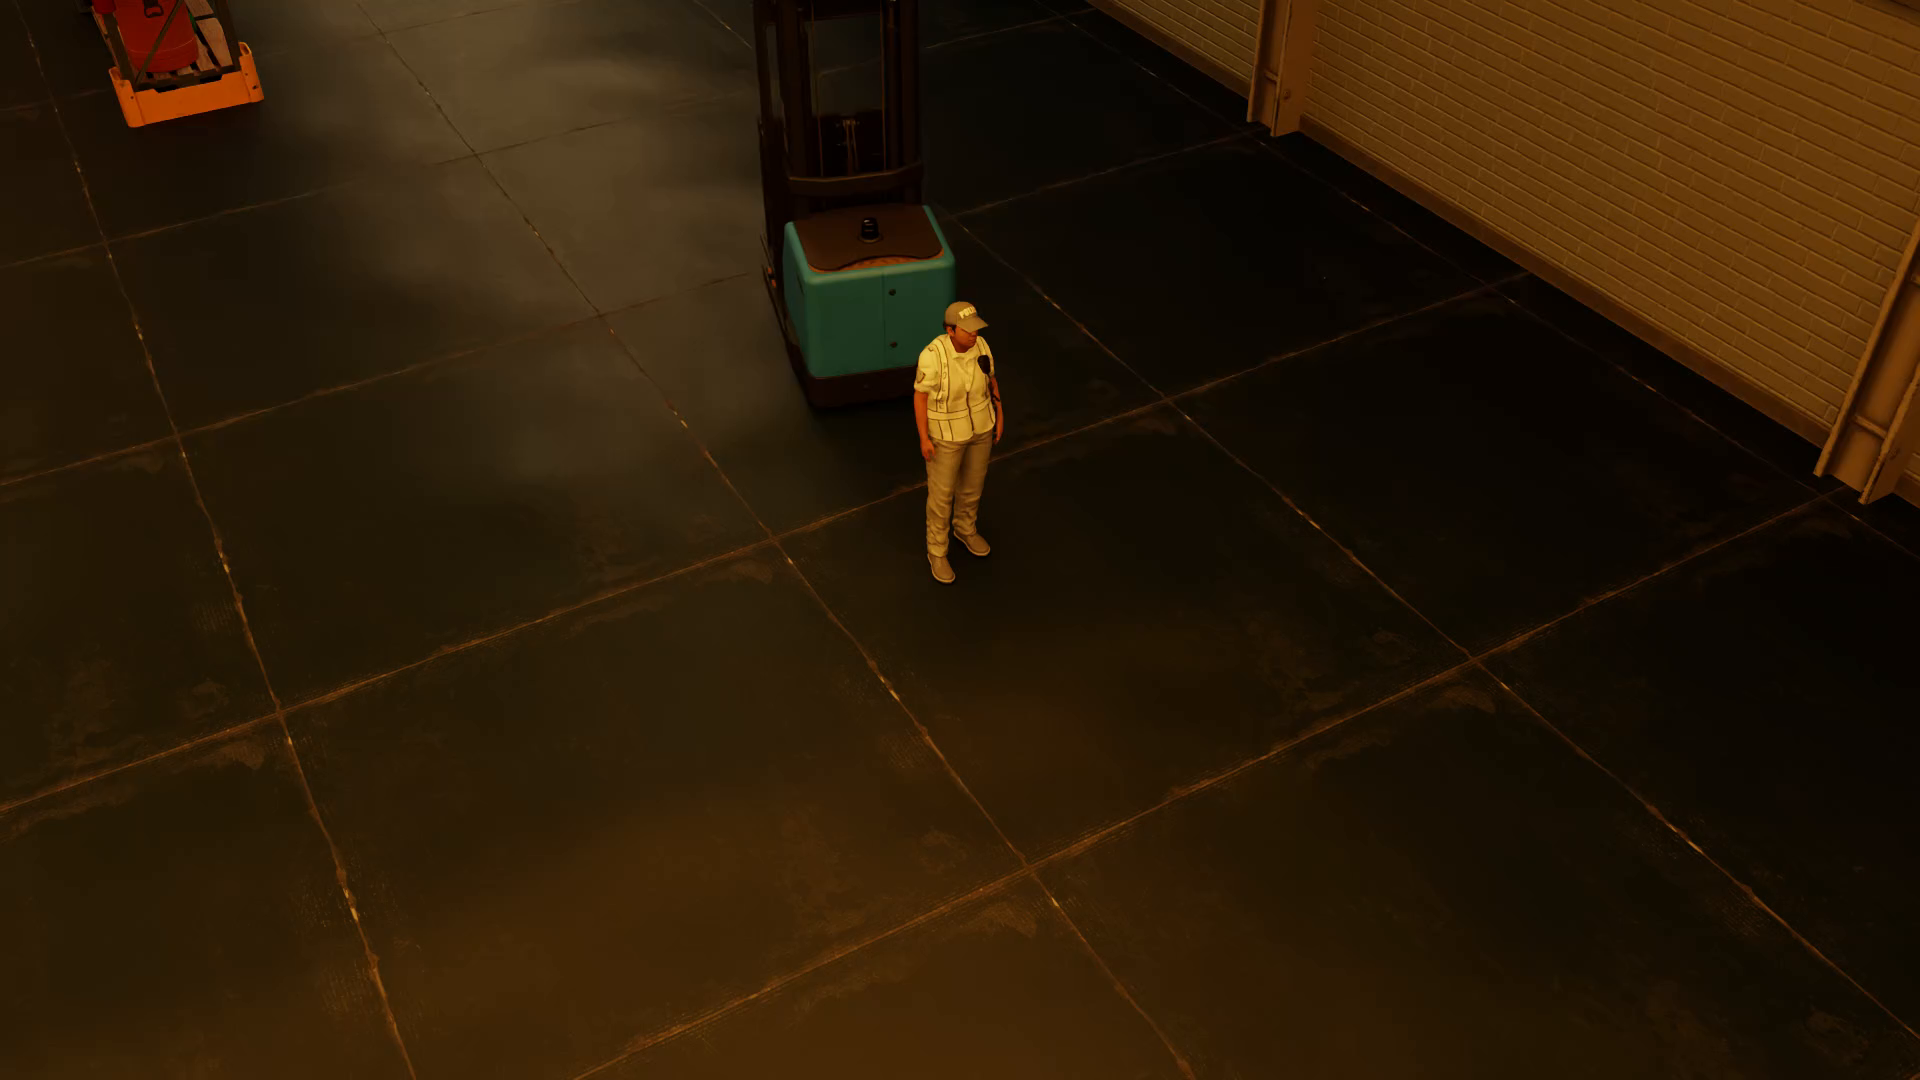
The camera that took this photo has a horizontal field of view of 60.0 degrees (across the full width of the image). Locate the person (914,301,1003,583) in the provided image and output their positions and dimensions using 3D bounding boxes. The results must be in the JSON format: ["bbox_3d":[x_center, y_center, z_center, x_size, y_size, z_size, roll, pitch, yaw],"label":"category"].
[{"bbox_3d":[0.019,-0.598,9.735,0.598,1.670,0.529,-20,44,-23],"label":"person"}]

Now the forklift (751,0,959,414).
[{"bbox_3d":[-0.854,-2.928,11.567,1.130,2.935,3.031,-9,41,-11],"label":"forklift"}]
